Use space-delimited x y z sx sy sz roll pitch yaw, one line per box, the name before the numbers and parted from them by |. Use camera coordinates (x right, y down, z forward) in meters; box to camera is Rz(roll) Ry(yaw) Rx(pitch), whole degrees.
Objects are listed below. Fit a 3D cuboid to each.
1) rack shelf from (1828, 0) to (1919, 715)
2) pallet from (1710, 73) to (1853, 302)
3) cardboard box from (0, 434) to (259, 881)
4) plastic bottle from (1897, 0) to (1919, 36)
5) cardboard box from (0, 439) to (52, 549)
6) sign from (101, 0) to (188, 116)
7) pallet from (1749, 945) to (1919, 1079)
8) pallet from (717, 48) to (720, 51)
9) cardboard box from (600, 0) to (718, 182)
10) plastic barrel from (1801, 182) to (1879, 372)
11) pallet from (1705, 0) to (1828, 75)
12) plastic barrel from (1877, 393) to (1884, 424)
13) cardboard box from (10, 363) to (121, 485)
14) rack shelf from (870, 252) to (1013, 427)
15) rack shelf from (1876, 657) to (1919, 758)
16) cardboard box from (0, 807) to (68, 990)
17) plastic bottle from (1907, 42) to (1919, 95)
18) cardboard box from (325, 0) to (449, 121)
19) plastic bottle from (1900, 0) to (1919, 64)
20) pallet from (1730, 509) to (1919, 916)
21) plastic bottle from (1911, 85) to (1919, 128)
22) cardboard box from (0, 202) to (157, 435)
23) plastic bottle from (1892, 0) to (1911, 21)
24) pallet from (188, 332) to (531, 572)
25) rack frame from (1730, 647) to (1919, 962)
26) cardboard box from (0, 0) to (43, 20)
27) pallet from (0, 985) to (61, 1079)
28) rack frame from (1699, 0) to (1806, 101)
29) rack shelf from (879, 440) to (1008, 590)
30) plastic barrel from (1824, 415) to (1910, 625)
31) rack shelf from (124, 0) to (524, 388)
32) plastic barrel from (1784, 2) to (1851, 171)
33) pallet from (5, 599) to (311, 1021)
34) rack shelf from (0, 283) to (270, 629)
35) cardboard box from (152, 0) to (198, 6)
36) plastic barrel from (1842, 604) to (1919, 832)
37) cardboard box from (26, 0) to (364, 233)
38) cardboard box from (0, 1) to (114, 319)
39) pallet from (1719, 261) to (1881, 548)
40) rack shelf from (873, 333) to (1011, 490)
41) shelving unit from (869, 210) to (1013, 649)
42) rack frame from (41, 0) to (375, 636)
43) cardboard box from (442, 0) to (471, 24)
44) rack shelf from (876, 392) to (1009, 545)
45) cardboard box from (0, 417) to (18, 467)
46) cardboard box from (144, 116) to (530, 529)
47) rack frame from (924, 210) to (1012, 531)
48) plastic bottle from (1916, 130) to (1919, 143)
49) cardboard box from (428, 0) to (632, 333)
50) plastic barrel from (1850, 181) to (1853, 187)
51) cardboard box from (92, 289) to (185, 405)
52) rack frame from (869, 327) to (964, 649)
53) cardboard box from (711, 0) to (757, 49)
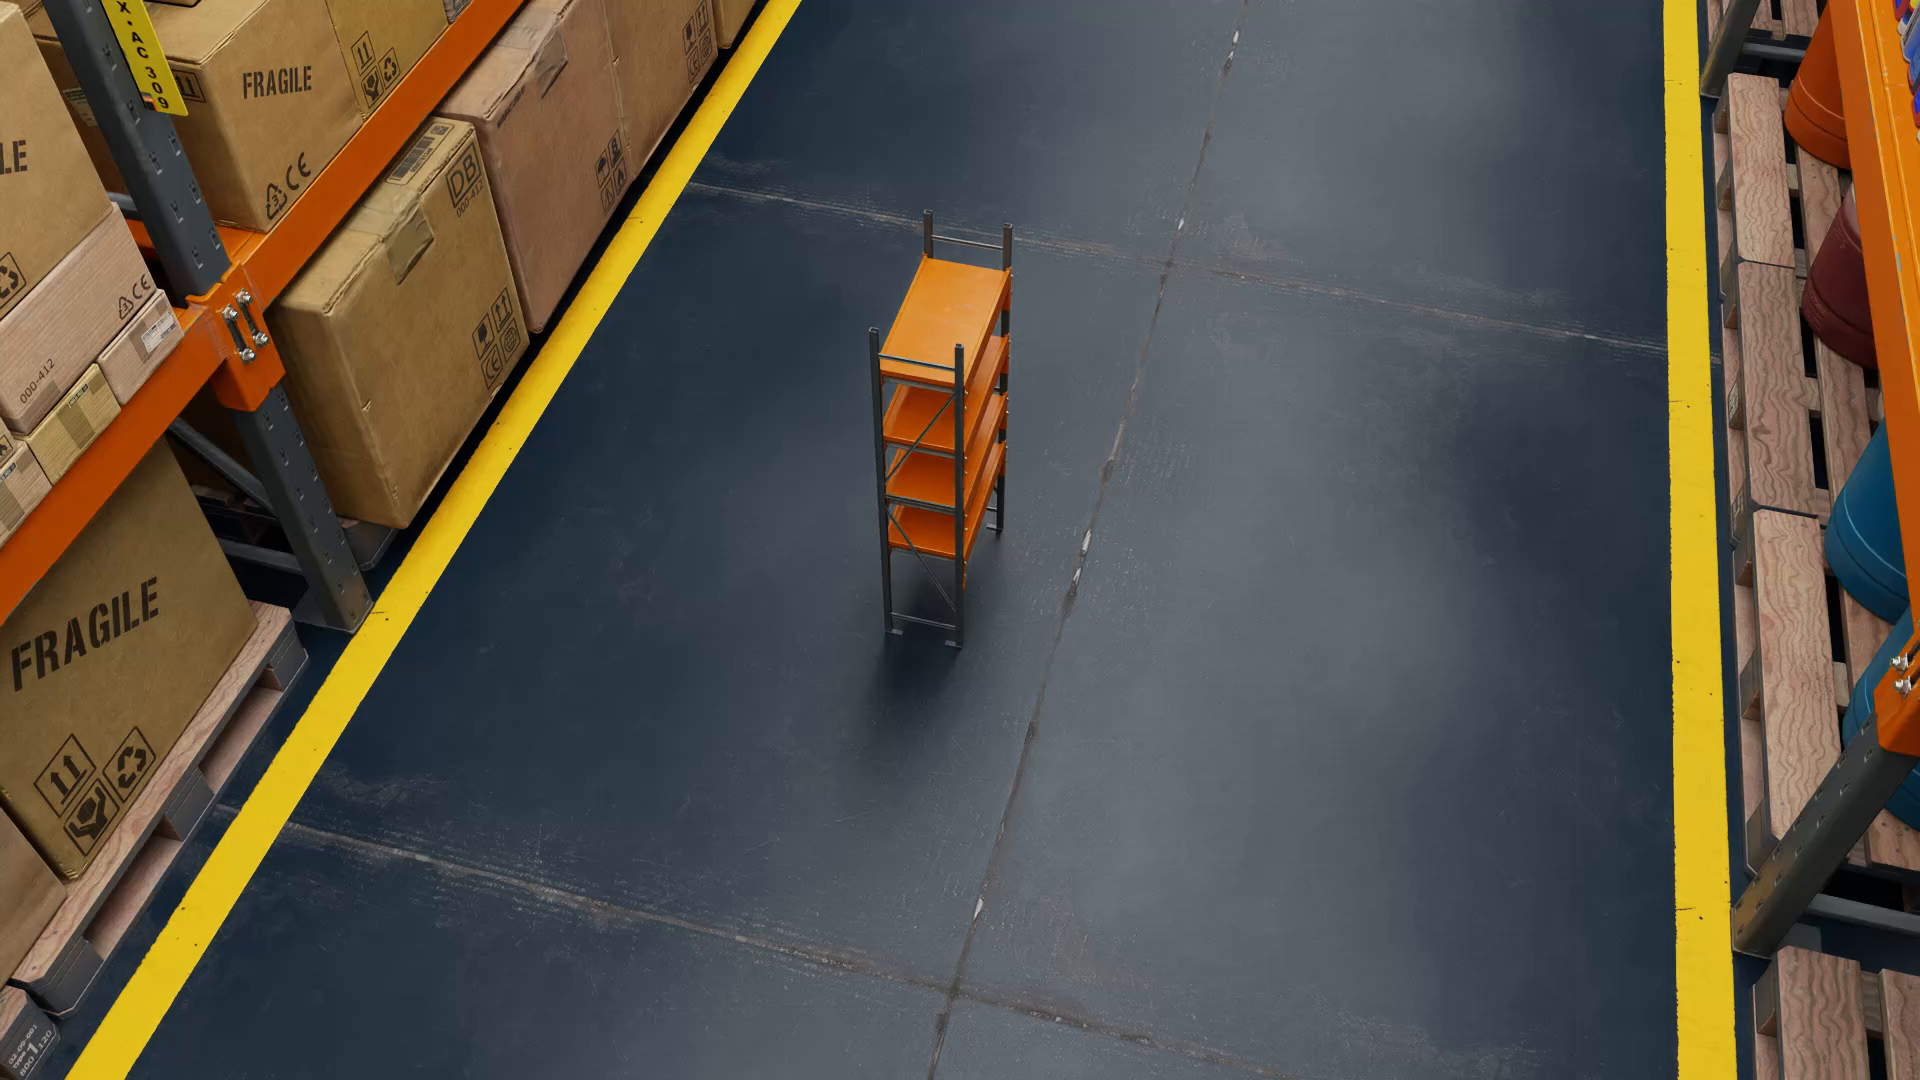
rack shelf | 3.022 -1.078 4.681 1.077 0.370 4.000 12 50 10
pallet | 3.381 -1.262 6.223 1.003 0.211 1.213 12 50 10
cardboard box | -2.534 0.179 4.229 0.875 0.875 0.875 12 50 10
plastic bottle | 2.762 -1.557 4.710 0.097 0.271 0.097 0 49 0
cardboard box | -2.182 -0.107 3.511 0.380 0.149 0.250 11 49 9
sign | -1.747 -1.051 3.547 0.100 0.325 0.005 12 50 10
pallet | 2.340 1.593 3.704 1.003 0.211 1.213 12 50 10
pallet | -1.510 -2.262 7.106 1.003 0.211 1.213 12 50 10
cardboard box | -1.674 -2.038 6.185 1.225 0.875 0.875 12 50 10
plastic barrel | 3.139 -0.930 5.398 0.600 0.588 0.708 12 50 10
pallet | 3.790 -2.393 7.221 1.003 0.211 1.213 12 50 10
plastic barrel | 3.076 -0.479 5.051 0.421 0.512 0.421 0 49 0
cardboard box | -2.115 -0.292 3.675 0.380 0.149 0.250 12 50 11
rack shelf | -0.044 -0.537 4.400 0.258 0.148 0.480 12 50 10
rack shelf | 1.969 1.815 2.127 1.077 0.370 4.000 12 50 10
cardboard box | -2.770 0.830 3.654 0.875 0.875 0.875 12 50 10
plastic bottle | 2.712 -1.380 4.500 0.144 0.351 0.185 12 50 10
cardboard box | -1.789 -1.527 4.531 0.500 0.500 0.500 12 50 10
plastic bottle | 2.758 -1.470 4.629 0.152 0.276 0.135 12 50 10
pallet | 2.739 0.503 4.665 1.003 0.211 1.213 12 50 10
plastic bottle | 2.630 -1.250 4.431 0.061 0.283 0.133 12 50 10
cardboard box | -2.146 -0.525 3.614 0.500 0.250 0.500 11 49 9
plastic bottle | 2.775 -1.648 4.782 0.061 0.283 0.133 12 50 10
pallet | -2.152 -0.497 5.548 1.003 0.211 1.213 12 50 10
rack frame | 2.496 0.130 3.134 1.000 3.000 0.127 12 50 10
cardboard box | -2.423 -1.272 4.306 0.500 0.500 0.500 12 50 10
pallet | -2.877 1.495 3.789 1.003 0.211 1.213 12 50 10
rack frame | 3.548 -2.763 5.688 1.000 3.000 0.127 12 50 10
rack shelf | -0.044 -0.101 4.894 0.258 0.148 0.480 12 50 10
plastic barrel | 2.842 -0.217 4.560 0.600 0.901 0.708 12 50 10
rack shelf | -1.756 -2.056 5.543 1.077 0.370 4.000 12 50 10
plastic barrel | 3.436 -1.827 6.029 0.600 0.830 0.708 12 50 10
pallet | -2.558 0.610 4.571 1.003 0.211 1.213 12 50 10
rack shelf | -2.809 0.838 2.990 1.077 0.370 4.000 12 50 10
cardboard box | -2.123 -1.676 3.993 0.797 0.503 0.637 10 49 9
plastic barrel | 2.655 0.296 4.108 0.600 0.901 0.708 12 50 10
cardboard box | -1.920 -1.164 4.210 0.500 0.500 0.500 12 50 10
cardboard box | -2.146 -0.759 3.321 0.500 0.500 0.500 13 50 11
pallet | 3.058 -0.382 5.446 1.003 0.211 1.213 12 50 10
rack shelf | -0.044 -0.381 4.577 0.258 0.148 0.480 12 50 10
shelving unit | -0.044 -0.277 4.694 0.258 1.200 0.503 12 50 10
rack frame | -2.283 -0.847 3.997 1.000 3.000 0.127 12 50 10
cardboard box | -1.657 -1.889 4.850 0.500 0.500 0.500 11 49 9
rack shelf | -0.044 -0.233 4.745 0.258 0.148 0.480 12 50 10
cardboard box | -2.280 -0.150 3.283 0.500 0.250 0.500 13 50 11
cardboard box | -2.134 -0.750 5.048 1.225 0.875 0.875 12 50 10
rack frame | 0.021 -0.454 4.850 0.240 1.200 0.015 12 50 10
plastic bottle | 2.617 -1.136 4.385 0.097 0.201 0.097 0 49 0
cardboard box | -1.899 -1.396 5.619 1.225 0.875 0.875 10 49 9
plastic barrel | 3.374 -1.295 5.772 0.421 0.512 0.421 0 49 0
cardboard box | -2.047 -0.479 3.840 0.380 0.149 0.250 12 50 10
rack frame | -0.108 -0.101 4.539 0.240 1.200 0.015 12 50 10
cardboard box | -1.432 -2.681 6.753 1.225 0.875 0.875 9 49 8
